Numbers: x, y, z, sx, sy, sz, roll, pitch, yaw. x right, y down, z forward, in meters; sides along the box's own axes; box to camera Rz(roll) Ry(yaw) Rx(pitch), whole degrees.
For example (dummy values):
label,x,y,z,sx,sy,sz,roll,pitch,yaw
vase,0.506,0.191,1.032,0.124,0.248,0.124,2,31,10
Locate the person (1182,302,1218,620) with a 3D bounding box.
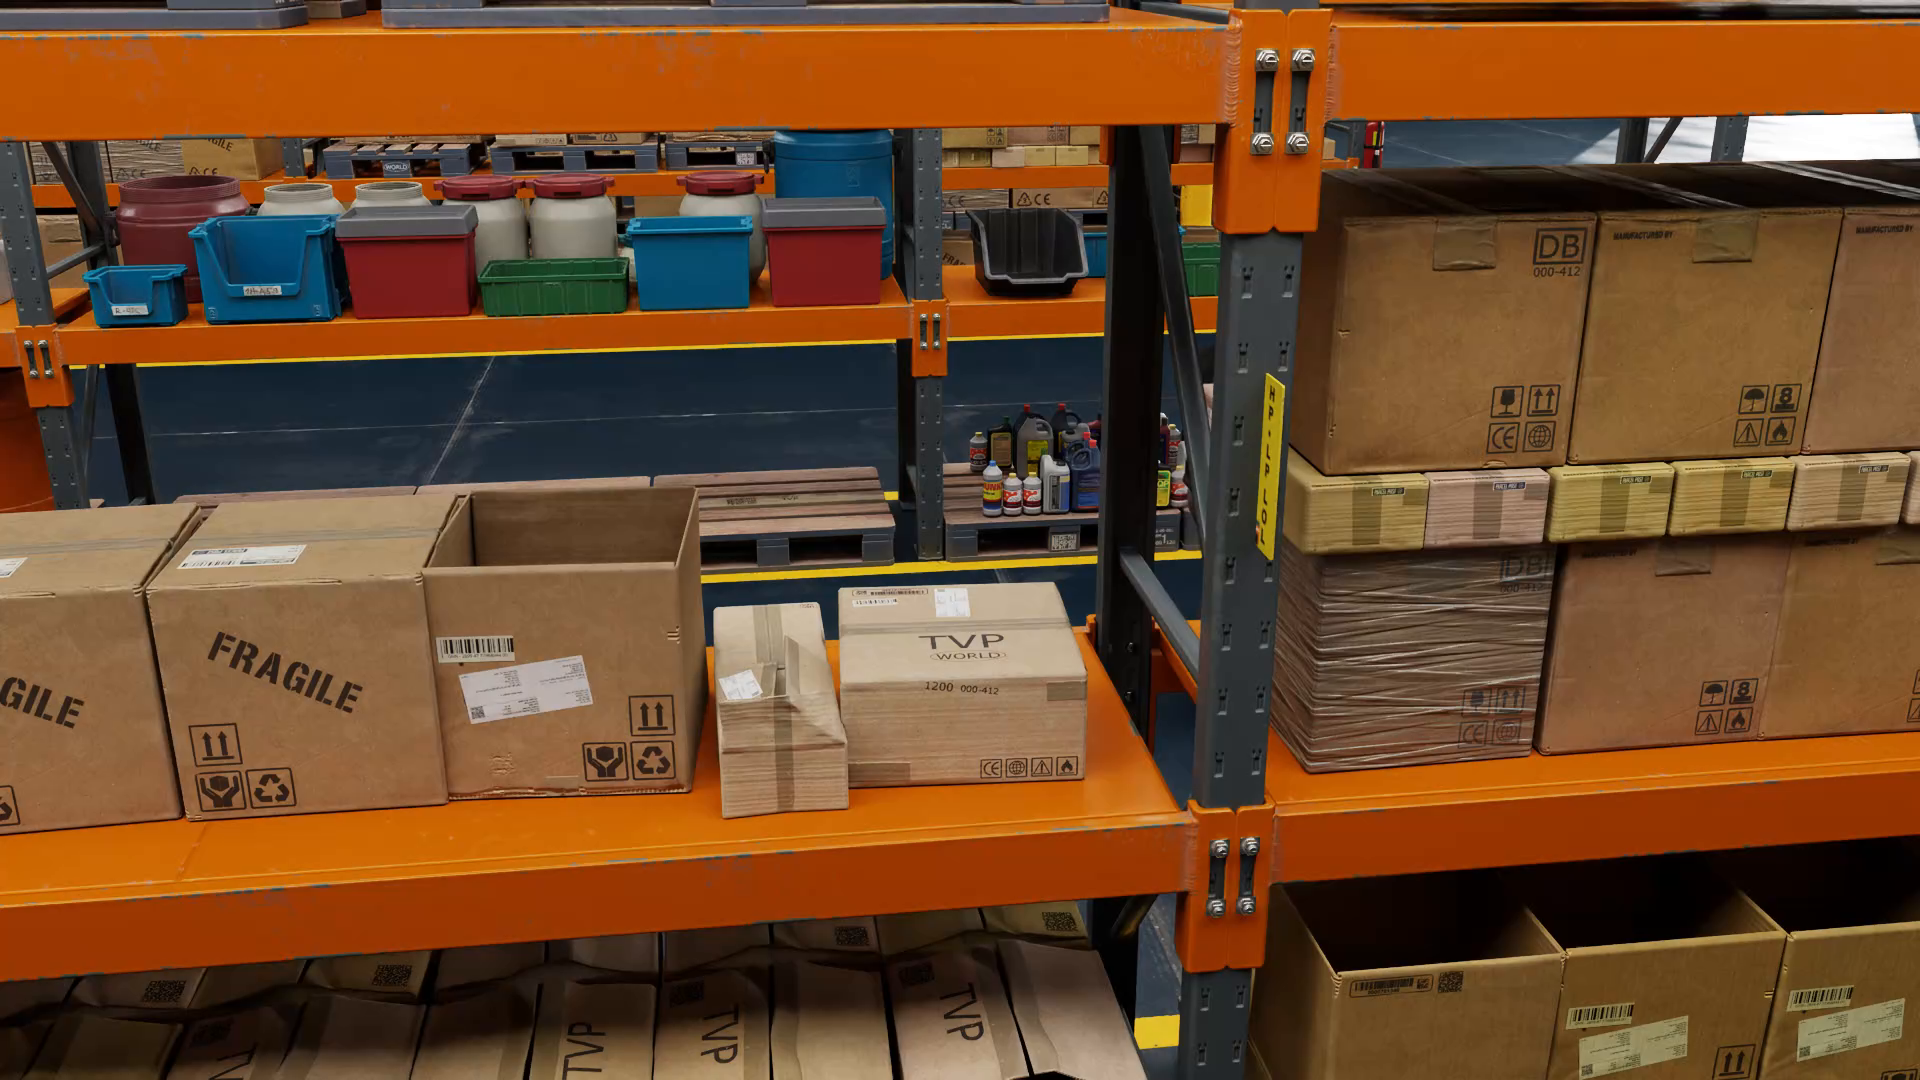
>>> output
label,x,y,z,sx,sy,sz,roll,pitch,yaw
person,1.167,-0.156,6.549,0.558,1.720,0.495,-3,20,-8
